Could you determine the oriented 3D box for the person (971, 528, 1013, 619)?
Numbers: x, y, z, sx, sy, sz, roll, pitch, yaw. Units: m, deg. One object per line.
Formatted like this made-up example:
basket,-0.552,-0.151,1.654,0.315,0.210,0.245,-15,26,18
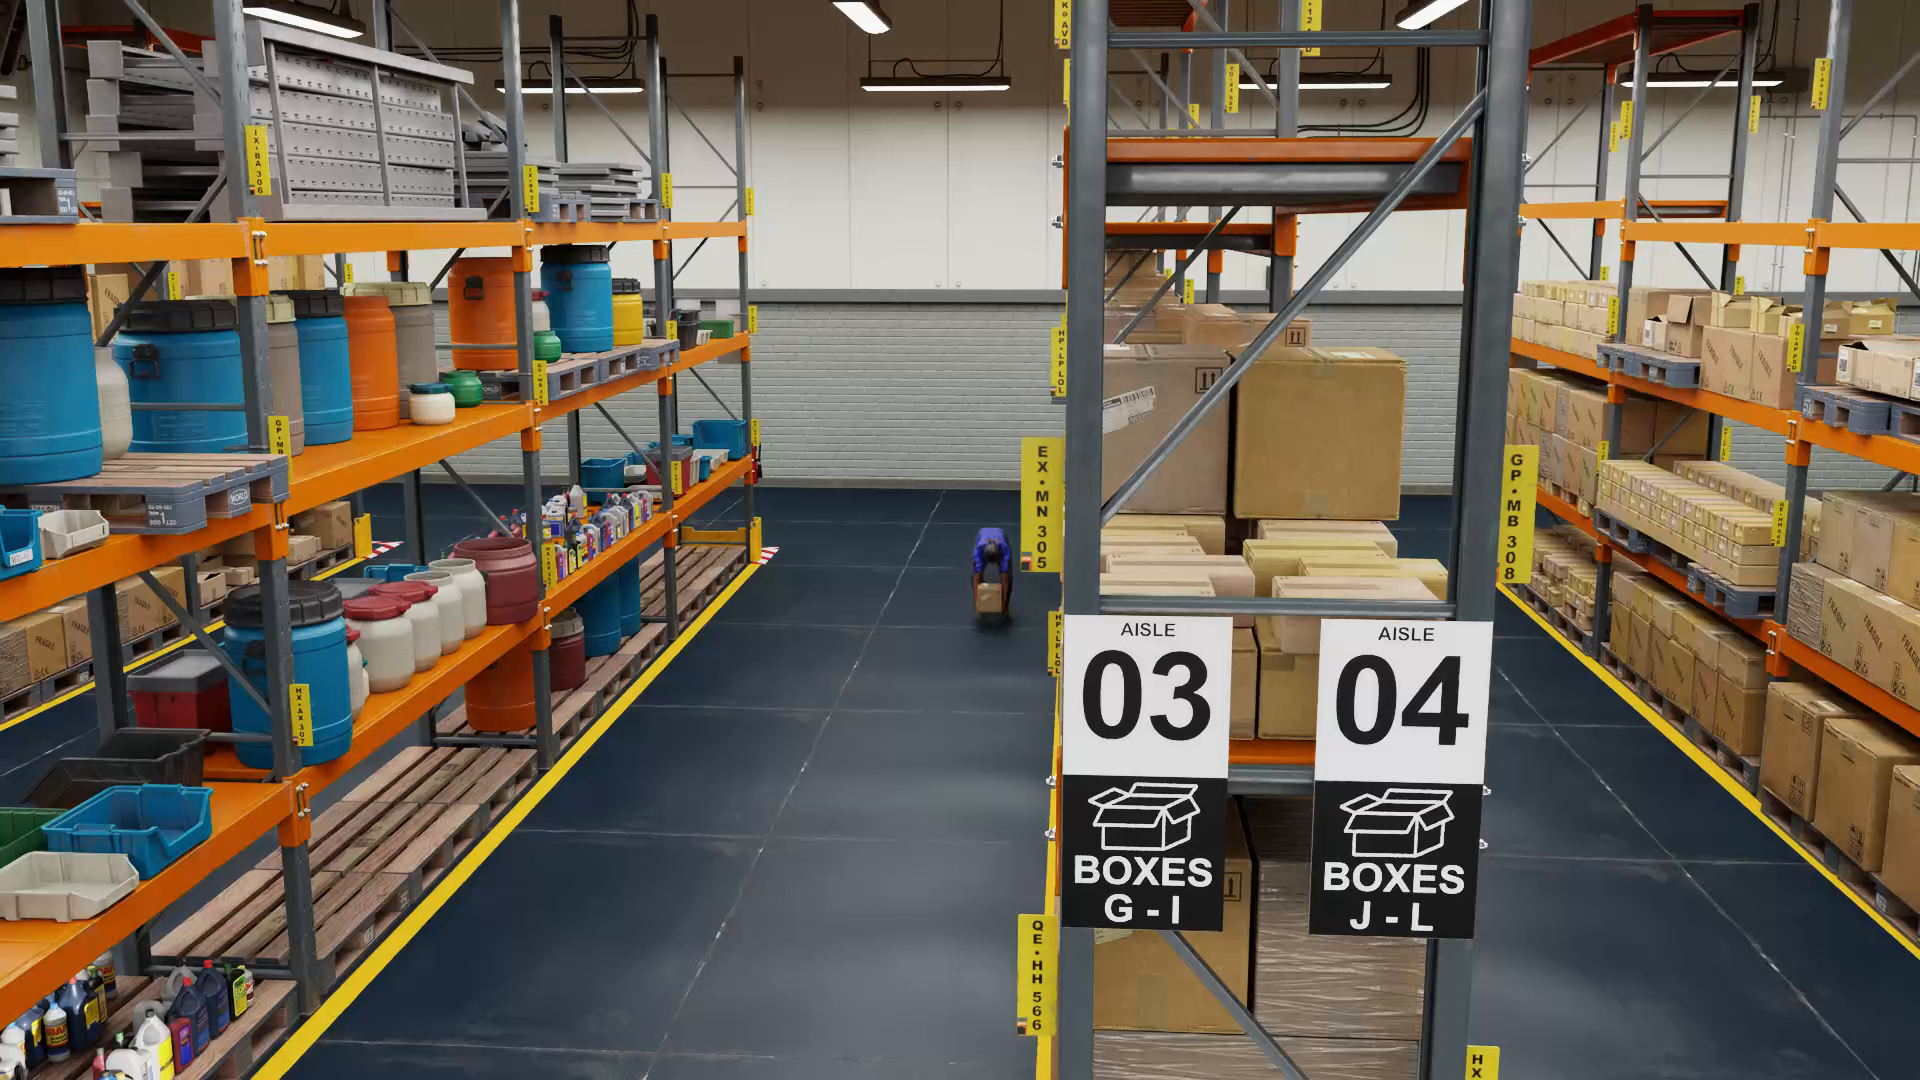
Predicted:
person,0.334,0.381,17.332,0.445,0.954,0.876,0,11,1
